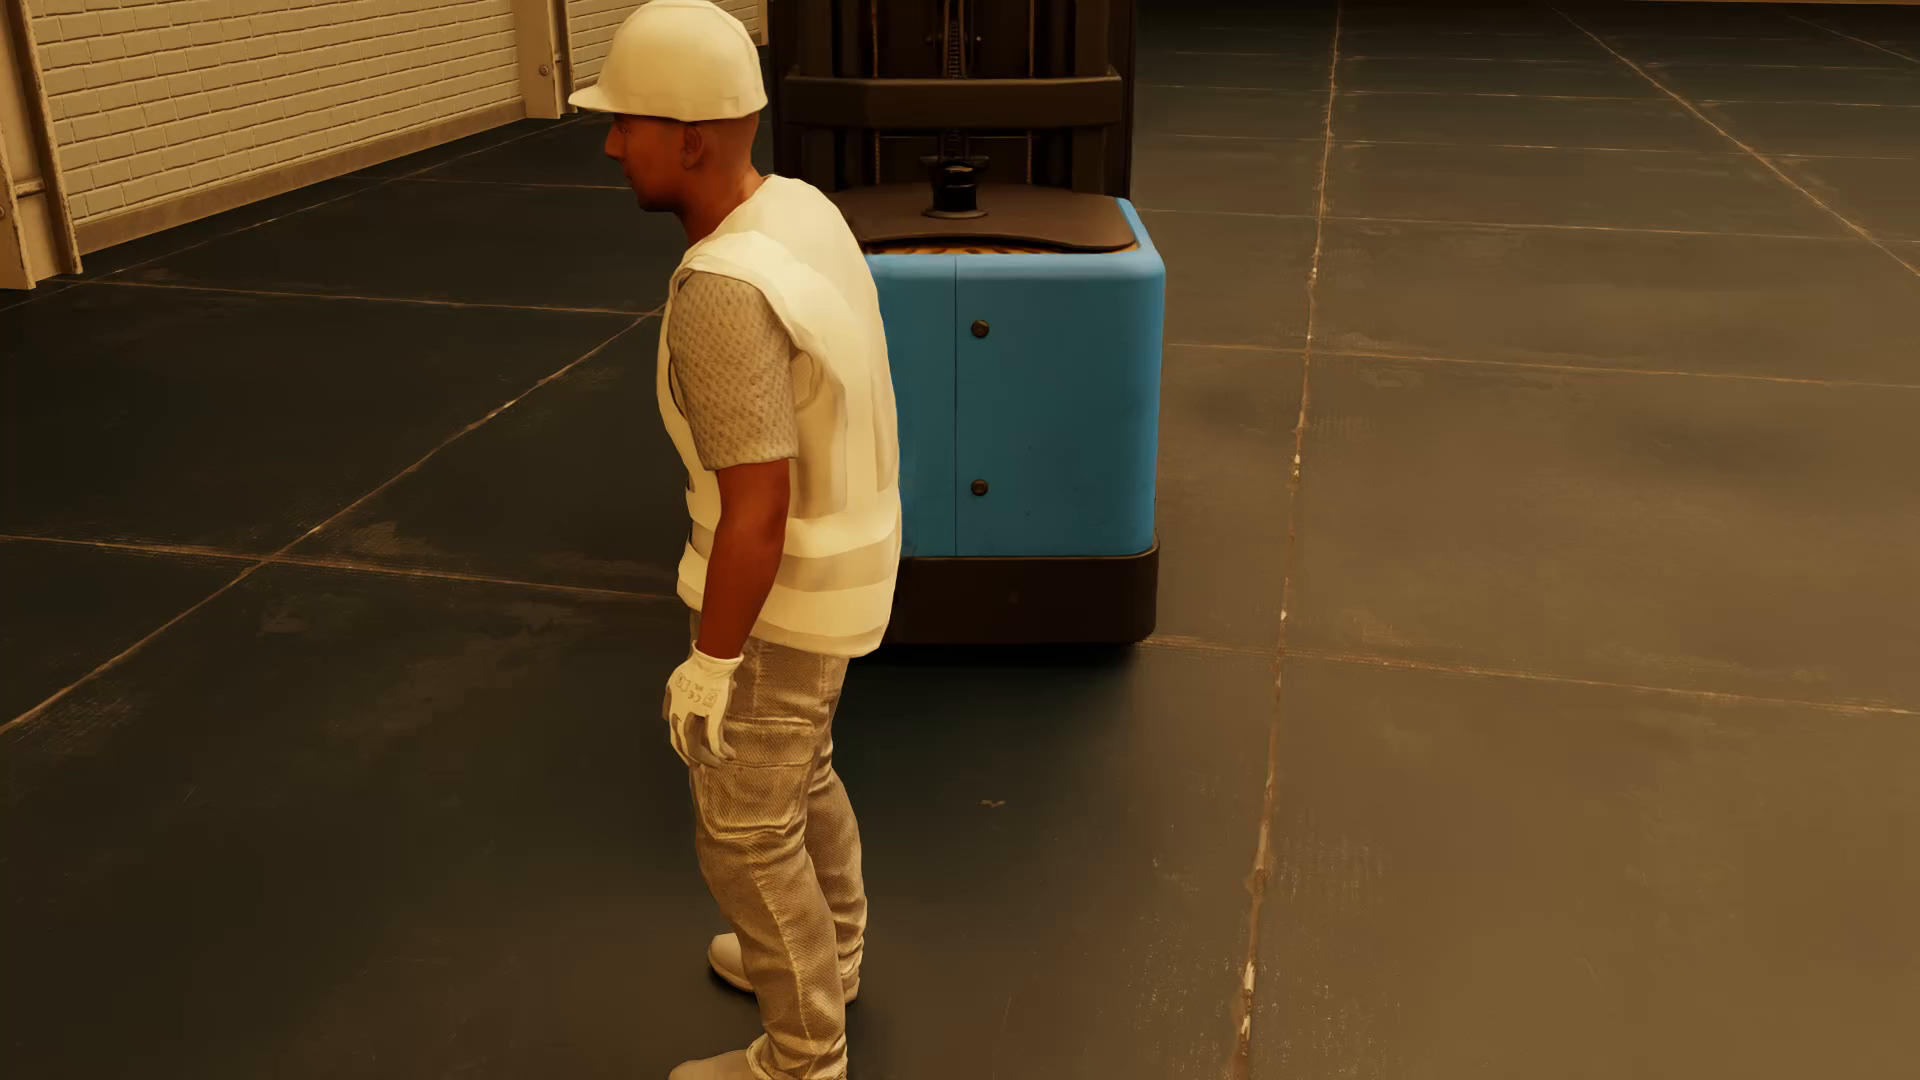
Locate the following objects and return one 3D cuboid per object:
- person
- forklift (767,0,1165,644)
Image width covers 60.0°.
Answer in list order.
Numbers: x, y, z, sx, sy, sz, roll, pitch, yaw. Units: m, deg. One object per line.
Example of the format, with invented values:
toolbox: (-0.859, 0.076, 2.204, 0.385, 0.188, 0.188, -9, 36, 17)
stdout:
person: (-0.314, 0.088, 2.587, 0.444, 1.776, 0.632, 1, 22, 3)
forklift: (-0.026, -1.593, 5.174, 1.130, 2.935, 3.031, 0, 22, -1)
